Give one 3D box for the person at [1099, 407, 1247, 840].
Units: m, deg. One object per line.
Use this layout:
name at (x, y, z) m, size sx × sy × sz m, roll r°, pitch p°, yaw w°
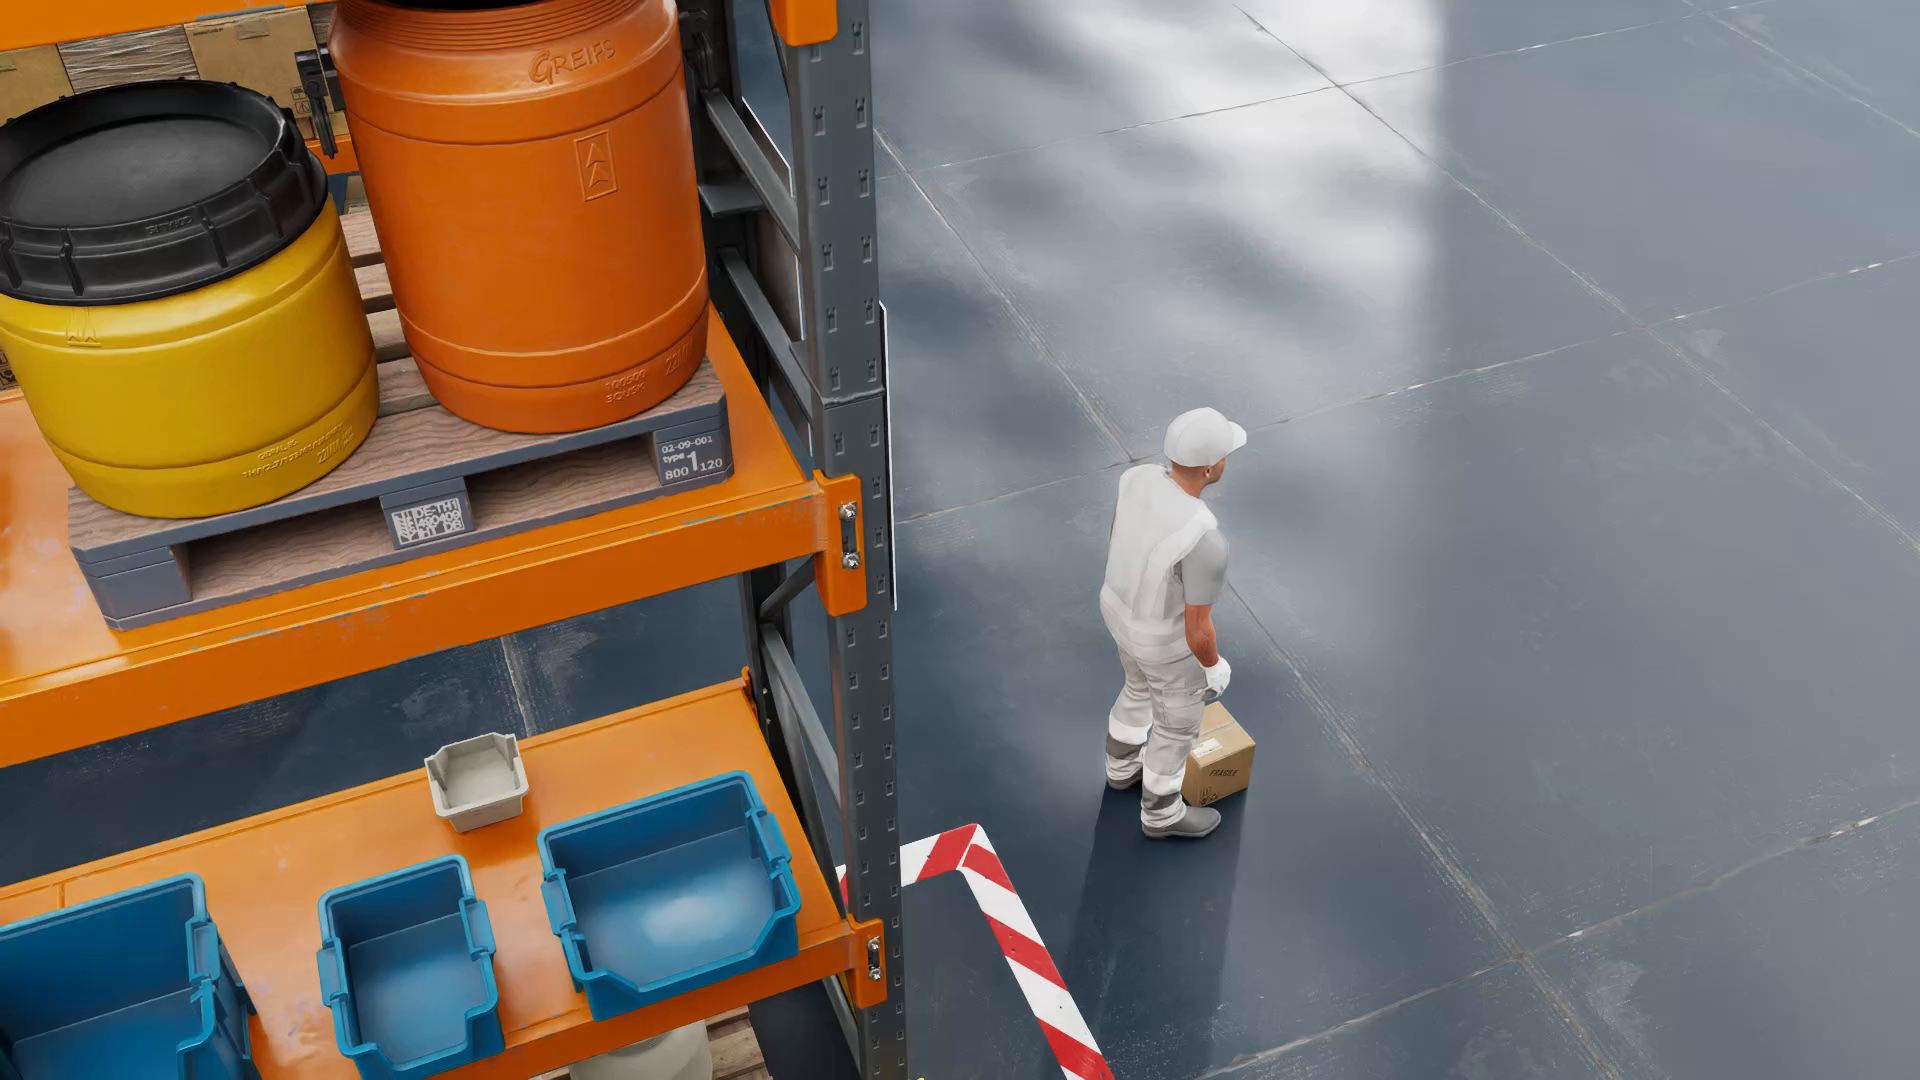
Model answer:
person at (0.724, 0.296, 5.811) m, size 0.445 × 1.781 × 0.622 m, roll -17°, pitch 44°, yaw -19°
